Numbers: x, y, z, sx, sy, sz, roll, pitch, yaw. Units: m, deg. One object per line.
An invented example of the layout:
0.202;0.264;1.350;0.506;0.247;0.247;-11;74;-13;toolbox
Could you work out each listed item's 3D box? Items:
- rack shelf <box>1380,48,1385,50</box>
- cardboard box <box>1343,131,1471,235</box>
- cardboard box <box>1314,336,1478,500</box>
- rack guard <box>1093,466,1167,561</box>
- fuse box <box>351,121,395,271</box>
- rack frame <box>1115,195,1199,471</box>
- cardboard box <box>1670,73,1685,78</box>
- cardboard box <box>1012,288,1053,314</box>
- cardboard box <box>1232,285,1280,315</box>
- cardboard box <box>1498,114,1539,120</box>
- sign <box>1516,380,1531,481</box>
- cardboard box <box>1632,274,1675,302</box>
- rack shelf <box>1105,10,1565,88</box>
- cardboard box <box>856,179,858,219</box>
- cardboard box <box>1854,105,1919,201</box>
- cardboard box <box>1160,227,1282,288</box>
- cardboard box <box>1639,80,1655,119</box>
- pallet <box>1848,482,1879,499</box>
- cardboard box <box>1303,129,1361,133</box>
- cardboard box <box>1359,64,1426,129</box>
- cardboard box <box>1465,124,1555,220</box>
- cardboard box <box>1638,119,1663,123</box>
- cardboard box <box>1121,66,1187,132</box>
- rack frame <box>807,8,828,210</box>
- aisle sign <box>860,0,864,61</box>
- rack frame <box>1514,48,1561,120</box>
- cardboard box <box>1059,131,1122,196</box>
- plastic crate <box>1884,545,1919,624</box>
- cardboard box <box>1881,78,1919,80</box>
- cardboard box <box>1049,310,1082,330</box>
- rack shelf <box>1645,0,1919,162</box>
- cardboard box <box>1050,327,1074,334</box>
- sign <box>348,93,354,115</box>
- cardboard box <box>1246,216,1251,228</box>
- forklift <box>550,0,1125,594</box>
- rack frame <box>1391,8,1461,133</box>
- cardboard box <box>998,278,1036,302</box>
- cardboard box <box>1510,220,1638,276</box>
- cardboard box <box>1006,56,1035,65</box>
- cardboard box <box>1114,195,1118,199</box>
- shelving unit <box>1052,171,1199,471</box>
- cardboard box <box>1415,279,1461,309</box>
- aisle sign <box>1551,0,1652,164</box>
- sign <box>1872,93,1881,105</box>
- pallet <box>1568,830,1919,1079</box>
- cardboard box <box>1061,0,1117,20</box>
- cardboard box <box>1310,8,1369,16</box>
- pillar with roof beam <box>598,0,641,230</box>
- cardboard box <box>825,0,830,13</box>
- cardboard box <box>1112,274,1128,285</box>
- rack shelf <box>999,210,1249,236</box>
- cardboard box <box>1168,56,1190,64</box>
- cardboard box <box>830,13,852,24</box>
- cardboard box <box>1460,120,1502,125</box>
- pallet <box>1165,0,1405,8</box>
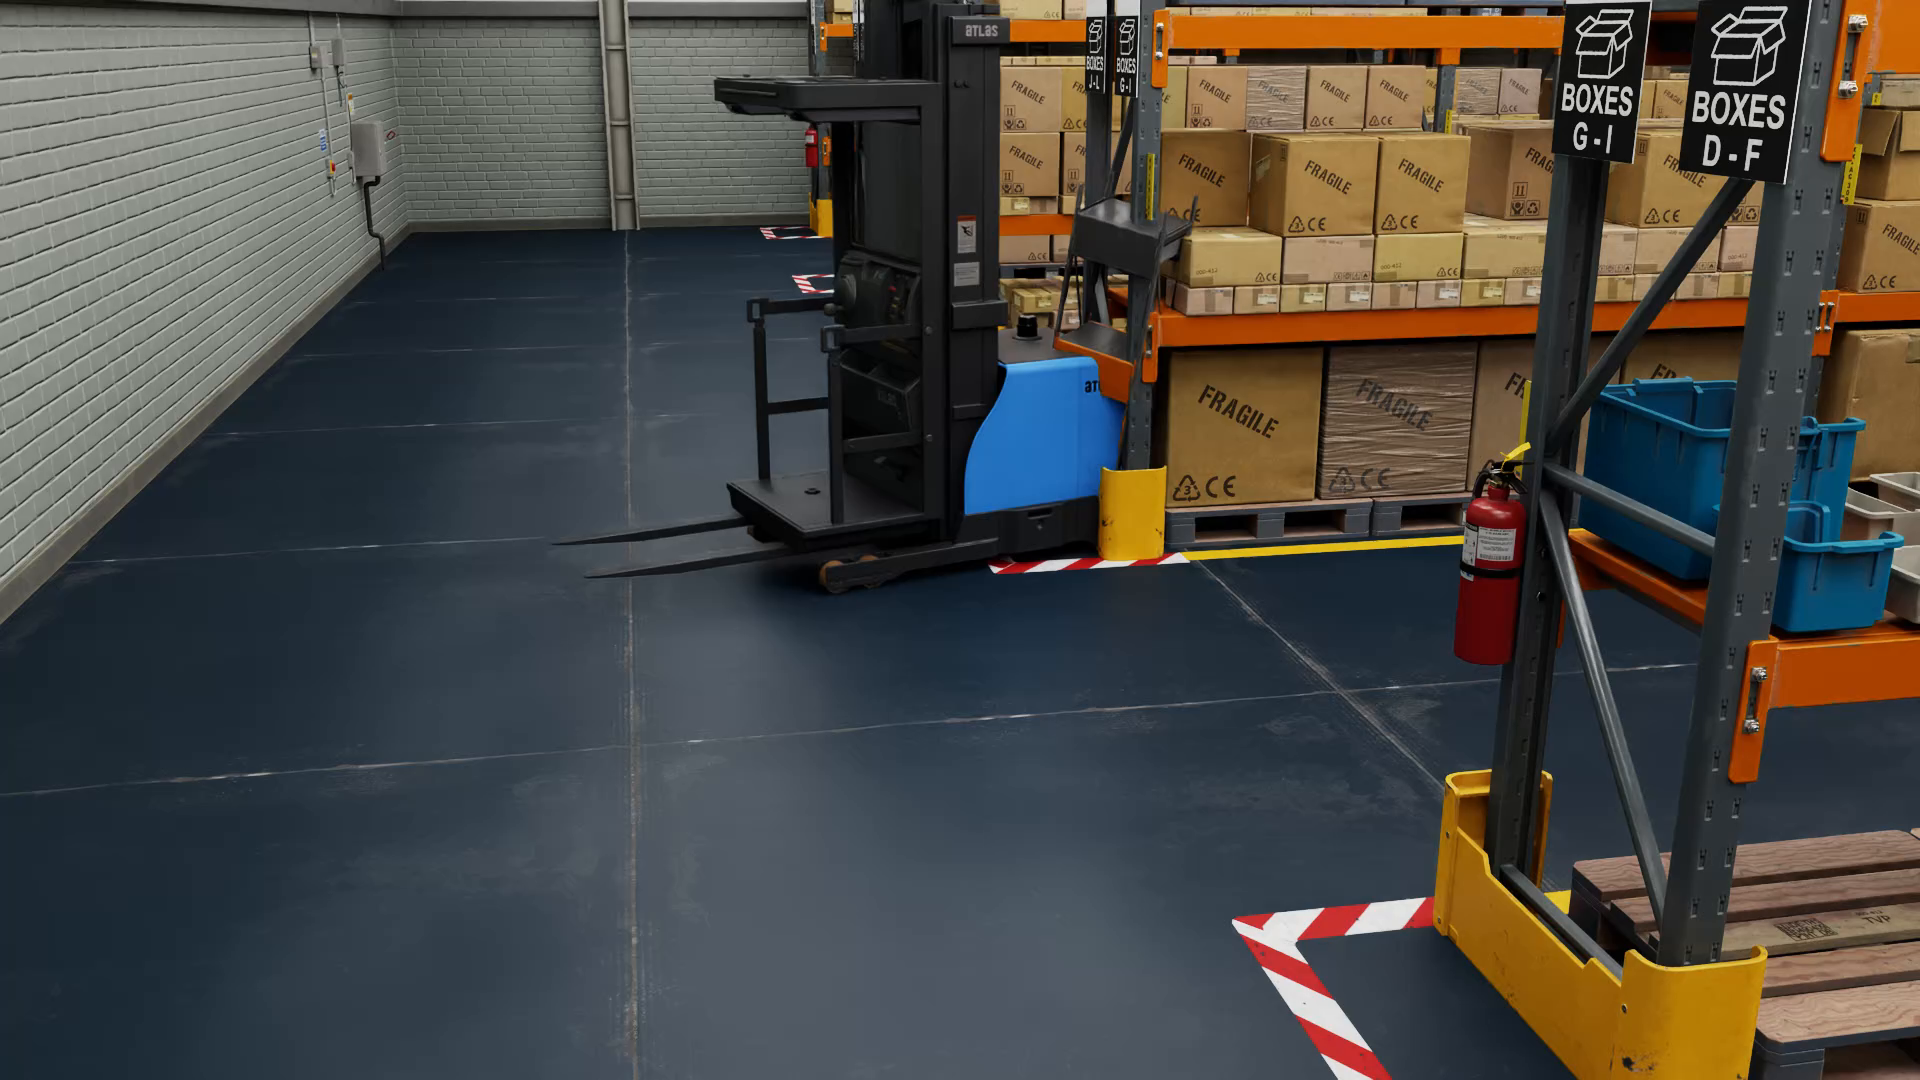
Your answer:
7.854;-7.429;24.507;4.000;0.370;1.077;-3;17;-10;rack shelf
2.382;-1.931;8.961;0.500;0.500;0.500;-4;17;-12;cardboard box
2.368;-0.789;9.676;0.875;0.875;0.875;-3;17;-10;cardboard box
0.837;-0.298;9.432;0.348;0.500;1.175;-3;17;-10;rack guard
-6.806;-4.028;19.513;0.414;1.711;0.539;-3;17;-10;fuse box
0.999;-0.802;8.964;0.015;2.100;0.400;22;32;23;rack frame
10.675;-6.940;25.017;0.250;0.149;0.380;-4;17;-11;cardboard box
0.598;-1.984;13.789;0.250;0.149;0.380;-4;18;-13;cardboard box
1.524;-1.314;8.909;0.250;0.149;0.380;-4;17;-11;cardboard box
6.408;-4.864;19.444;0.500;0.250;0.500;-3;17;-11;cardboard box
1.680;-0.303;4.910;0.005;0.325;0.100;-3;17;-10;sign
3.794;-1.443;9.329;0.250;0.149;0.380;-3;17;-9;cardboard box
2.825;-2.696;9.097;4.000;0.370;1.077;-3;17;-10;rack shelf
-1.346;-4.796;23.355;0.637;0.503;0.797;-4;18;-13;cardboard box
5.414;-2.283;9.756;0.637;0.503;0.797;-4;17;-12;cardboard box
1.383;-1.514;8.881;0.500;0.250;0.500;-4;17;-12;cardboard box
7.832;-5.177;19.667;0.500;0.500;0.500;-2;17;-8;cardboard box
5.532;-0.449;10.415;1.213;0.211;1.003;-3;17;-10;pallet
3.015;-3.206;13.964;0.500;0.500;0.500;-4;17;-12;cardboard box
3.536;-3.717;13.924;0.500;0.500;0.500;-4;17;-12;cardboard box
3.275;-2.138;9.635;0.500;0.500;0.500;-4;17;-12;cardboard box
6.093;-3.697;14.940;0.250;0.149;0.380;-3;17;-9;cardboard box
1.520;-3.599;13.541;0.500;0.500;0.500;-4;17;-12;cardboard box
-1.964;-5.782;23.029;0.127;3.000;1.000;-3;17;-10;rack frame
-1.035;-5.507;17.704;0.004;0.787;0.394;-3;17;-10;aisle sign
6.836;-4.797;19.821;0.127;3.000;1.000;-3;17;-10;rack frame
1.033;-3.103;13.628;0.500;0.500;0.500;-3;17;-10;cardboard box
2.436;0.118;4.167;0.298;0.136;0.250;-3;17;-10;plastic crate
8.813;-3.952;15.197;0.500;0.500;0.700;-3;17;-11;cardboard box
0.862;-1.864;13.907;0.250;0.149;0.380;-3;17;-11;cardboard box
3.764;-1.268;4.449;4.000;0.370;1.077;-3;17;-10;rack shelf
0.836;-1.743;14.019;0.250;0.149;0.380;-3;17;-11;cardboard box
-6.999;-5.012;19.113;0.001;0.242;0.339;-3;17;-10;sign
1.785;-1.697;9.476;0.500;0.250;0.500;-4;17;-11;cardboard box
-0.615;-1.304;8.567;3.031;2.935;1.130;-9;19;-27;forklift
3.947;-3.153;14.468;0.127;3.000;1.000;-3;17;-10;rack frame
0.491;-2.155;14.346;0.250;0.149;0.380;-3;17;-10;cardboard box
3.396;-1.630;9.258;0.500;0.250;0.500;-3;17;-9;cardboard box
0.659;-5.195;18.140;0.250;0.149;0.380;-3;17;-10;cardboard box
1.144;-2.813;13.790;0.250;0.149;0.380;-2;17;-8;cardboard box
0.790;-0.885;9.060;0.503;2.100;0.431;22;32;23;shelving unit
2.534;-1.372;9.096;0.250;0.149;0.380;-3;17;-11;cardboard box
1.674;-1.390;4.301;0.004;0.787;0.394;-3;17;-10;aisle sign
7.986;-3.735;14.528;0.005;0.325;0.100;-3;17;-10;sign
2.618;1.231;4.943;1.213;0.211;1.003;-3;17;-10;pallet
1.026;-4.272;13.257;0.500;0.250;0.500;-3;17;-9;cardboard box
3.024;-4.385;13.628;0.500;0.250;0.500;-3;17;-11;cardboard box
-3.966;-7.519;18.464;0.400;9.000;9.100;-3;17;-10;pillar with roof beam
-1.579;-7.390;22.903;0.500;0.250;0.500;-4;17;-11;cardboard box
1.498;-2.231;14.593;0.250;0.149;0.380;-3;17;-8;cardboard box
1.983;-2.698;14.211;4.000;0.370;1.077;-3;17;-10;rack shelf
2.387;-5.318;18.539;0.250;0.149;0.380;-3;17;-9;cardboard box
-1.607;-7.047;22.465;0.250;0.149;0.380;-3;17;-9;cardboard box
4.567;-3.612;14.662;0.250;0.149;0.380;-4;17;-12;cardboard box
1.587;-2.931;8.786;1.213;0.211;1.003;-3;17;-10;pallet
